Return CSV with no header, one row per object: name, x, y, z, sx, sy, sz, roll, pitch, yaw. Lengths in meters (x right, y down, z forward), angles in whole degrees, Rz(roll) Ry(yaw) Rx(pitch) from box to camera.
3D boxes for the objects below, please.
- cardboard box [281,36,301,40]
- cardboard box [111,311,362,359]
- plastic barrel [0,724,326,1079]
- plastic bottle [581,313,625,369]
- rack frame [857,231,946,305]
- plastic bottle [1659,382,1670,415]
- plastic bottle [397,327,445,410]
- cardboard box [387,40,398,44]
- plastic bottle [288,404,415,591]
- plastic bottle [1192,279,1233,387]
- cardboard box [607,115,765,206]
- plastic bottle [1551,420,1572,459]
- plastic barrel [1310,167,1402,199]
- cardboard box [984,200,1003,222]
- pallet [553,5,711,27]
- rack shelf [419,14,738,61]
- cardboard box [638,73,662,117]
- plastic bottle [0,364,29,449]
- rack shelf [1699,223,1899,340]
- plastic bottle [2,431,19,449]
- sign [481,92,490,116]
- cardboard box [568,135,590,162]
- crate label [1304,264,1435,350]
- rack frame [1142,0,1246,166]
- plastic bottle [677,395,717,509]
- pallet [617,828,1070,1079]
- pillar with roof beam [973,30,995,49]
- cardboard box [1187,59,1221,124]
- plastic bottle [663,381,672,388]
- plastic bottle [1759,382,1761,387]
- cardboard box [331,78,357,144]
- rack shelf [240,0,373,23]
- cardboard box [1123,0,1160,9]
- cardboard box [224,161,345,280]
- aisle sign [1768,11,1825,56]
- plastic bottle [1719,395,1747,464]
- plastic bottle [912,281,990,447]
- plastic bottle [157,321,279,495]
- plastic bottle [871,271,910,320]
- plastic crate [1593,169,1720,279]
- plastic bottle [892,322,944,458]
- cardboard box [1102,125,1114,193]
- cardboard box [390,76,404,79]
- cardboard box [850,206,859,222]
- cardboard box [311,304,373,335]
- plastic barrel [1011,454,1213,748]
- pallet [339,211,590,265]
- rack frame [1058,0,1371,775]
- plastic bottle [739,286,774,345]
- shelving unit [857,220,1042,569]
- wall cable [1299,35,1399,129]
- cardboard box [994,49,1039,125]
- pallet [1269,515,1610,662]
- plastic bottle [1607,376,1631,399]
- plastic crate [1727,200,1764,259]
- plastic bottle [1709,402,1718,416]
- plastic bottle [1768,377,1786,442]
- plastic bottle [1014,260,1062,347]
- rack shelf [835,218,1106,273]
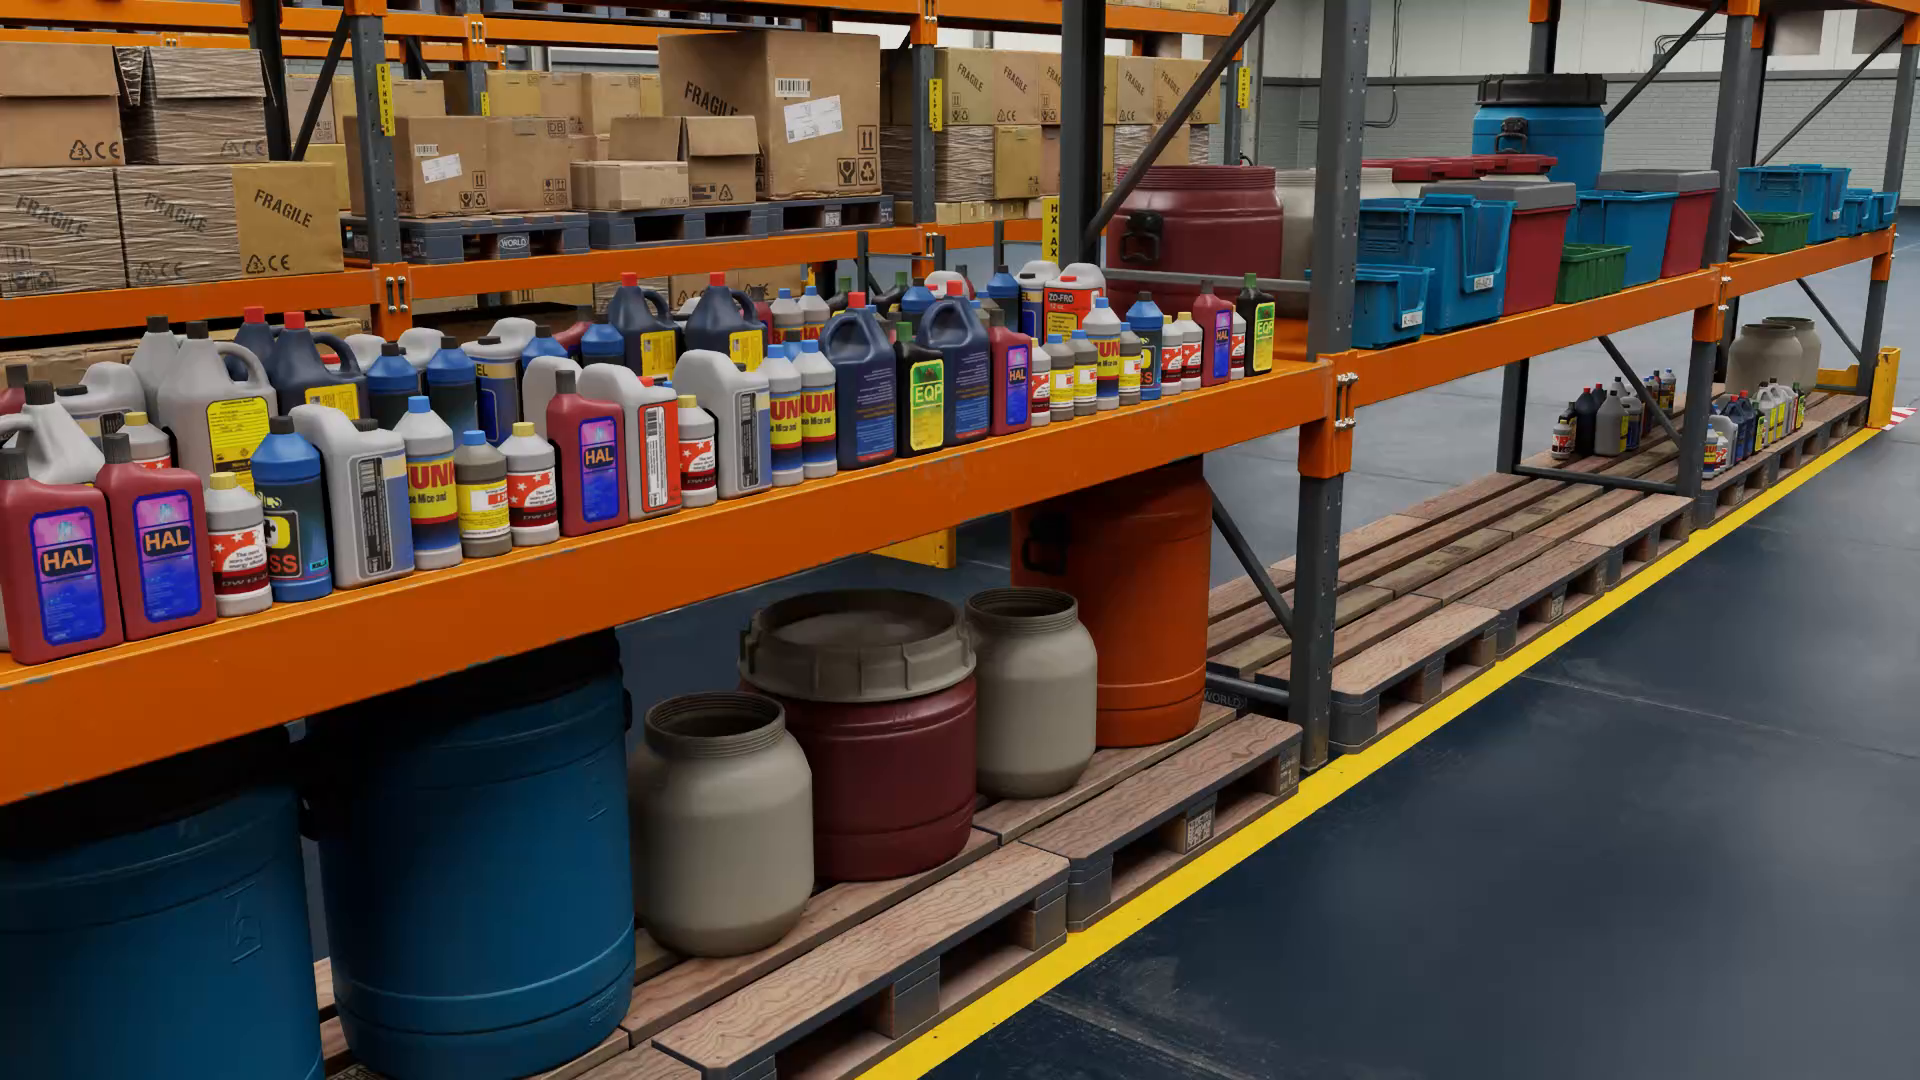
cardboard box,-7.270,-5.422,17.791,0.380,0.149,0.250,11,18,36
cardboard box,-3.556,-0.616,7.918,1.225,0.875,0.875,10,17,35
plastic barrel,-1.412,0.673,2.789,0.600,0.901,0.708,11,18,38
plastic bottle,-0.812,-0.381,3.792,0.097,0.271,0.097,0,14,0
rack frame,-0.266,-0.646,7.619,0.500,1.500,0.032,11,18,38
plastic bottle,4.328,-0.875,10.264,0.097,0.201,0.097,0,14,0
plastic bottle,-1.140,-0.296,3.449,0.152,0.276,0.135,11,18,38
cardboard box,-6.448,-5.666,18.751,0.380,0.149,0.250,11,18,37
plastic bottle,-0.950,-0.078,2.591,0.152,0.276,0.135,11,18,38
plastic bottle,0.679,-0.560,4.474,0.061,0.283,0.133,11,18,38
cardboard box,-1.609,-2.244,9.803,0.797,0.503,0.637,14,20,43
plastic bottle,3.246,-0.545,8.967,0.097,0.201,0.097,0,14,0
plastic barrel,1.492,-1.170,6.408,0.421,0.512,0.421,0,14,0
cardboard box,0.080,-2.308,11.626,0.380,0.149,0.250,11,18,38
pallet,-3.097,-4.923,15.496,1.003,0.211,1.213,11,18,38
rack shelf,-3.129,-4.612,15.555,1.077,0.370,4.000,11,18,38
cardboard box,-3.099,-4.094,15.647,0.875,0.550,0.500,11,18,38
plastic bottle,-1.661,-0.159,2.893,0.061,0.283,0.133,11,18,38
rack shelf,4.518,-1.605,9.810,1.077,0.370,4.000,11,18,38
plastic bottle,-1.588,-0.110,2.869,0.097,0.201,0.097,0,14,0
sign,-3.958,-3.565,13.872,0.100,0.325,0.005,11,18,38
cardboard box,-3.836,-3.378,15.024,0.875,0.550,0.550,11,18,38
crate label,1.303,-0.746,5.308,0.303,0.233,0.416,11,18,38
rack frame,1.922,-3.103,14.246,1.000,3.000,0.127,11,18,38
plastic bottle,-0.504,-0.167,3.093,0.097,0.201,0.097,0,14,0
pallet,-0.484,0.937,4.006,1.003,0.211,1.213,11,18,38
pillar with roof beam,3.874,-11.099,33.536,9.100,9.000,0.400,11,18,38
cardboard box,1.769,-3.637,13.509,0.500,0.500,0.500,11,18,38
plastic bottle,-0.561,-0.209,3.259,0.097,0.201,0.097,0,14,0
plastic bottle,4.698,-0.786,9.749,0.061,0.283,0.133,11,18,38
cardboard box,-5.015,-3.462,13.426,0.700,0.500,0.500,11,18,37
rack shelf,-4.363,-2.293,6.427,1.077,0.370,4.000,11,18,38
cardboard box,1.177,-4.160,12.618,0.500,0.250,0.500,12,18,39
cardboard box,-3.223,-1.487,7.680,0.500,0.500,0.500,12,19,39
aisle sign,5.592,-3.656,11.142,0.394,0.787,0.004,11,18,38
plastic bottle,4.091,-0.590,8.841,0.144,0.351,0.185,12,18,39
plastic bottle,-0.027,-0.394,3.683,0.144,0.351,0.185,11,18,38
plastic bottle,-1.332,-0.219,2.993,0.144,0.351,0.185,11,18,38
plastic bottle,-0.187,-0.608,4.661,0.061,0.283,0.133,11,18,38
plastic crate,3.194,-1.462,7.654,0.402,0.464,0.583,11,18,38
plastic bottle,-0.094,-0.325,3.546,0.061,0.283,0.133,11,18,38
cardboard box,0.663,-2.897,12.629,0.875,0.500,0.500,11,18,38
cardboard box,-6.501,-4.973,18.769,0.700,0.500,0.500,11,18,37
cardboard box,-0.685,-2.302,11.603,0.380,0.149,0.250,11,18,38
cardboard box,-5.316,-1.920,13.306,1.050,0.750,0.750,11,18,38
plastic barrel,0.452,0.140,5.034,0.600,0.830,0.708,11,18,38
pallet,-2.741,-1.631,8.841,1.213,0.211,1.003,11,18,38
rack frame,0.747,-0.805,5.198,1.000,3.000,0.127,11,18,38
plastic bottle,-0.539,-0.501,4.240,0.061,0.283,0.133,11,18,38
shelving unit,0.048,-0.742,7.996,0.587,1.500,1.083,11,18,38
wall cable,10.948,-12.918,47.003,3.097,2.526,0.112,11,18,38
cardboard box,0.202,-3.157,11.621,0.500,0.500,0.500,11,18,38
pallet,2.031,0.172,7.017,1.003,0.211,1.213,11,18,38
plastic bottle,3.765,-0.767,9.535,0.144,0.351,0.185,11,18,37
plastic crate,3.689,-1.621,8.538,0.767,0.338,0.504,11,18,38
plastic bottle,3.979,-0.613,8.929,0.144,0.351,0.185,11,18,38
plastic bottle,4.593,-0.744,9.444,0.144,0.351,0.185,12,19,40
plastic bottle,0.223,-0.712,5.084,0.152,0.276,0.135,11,18,38
rack shelf,0.665,-2.371,12.827,1.077,0.370,4.000,11,18,38
